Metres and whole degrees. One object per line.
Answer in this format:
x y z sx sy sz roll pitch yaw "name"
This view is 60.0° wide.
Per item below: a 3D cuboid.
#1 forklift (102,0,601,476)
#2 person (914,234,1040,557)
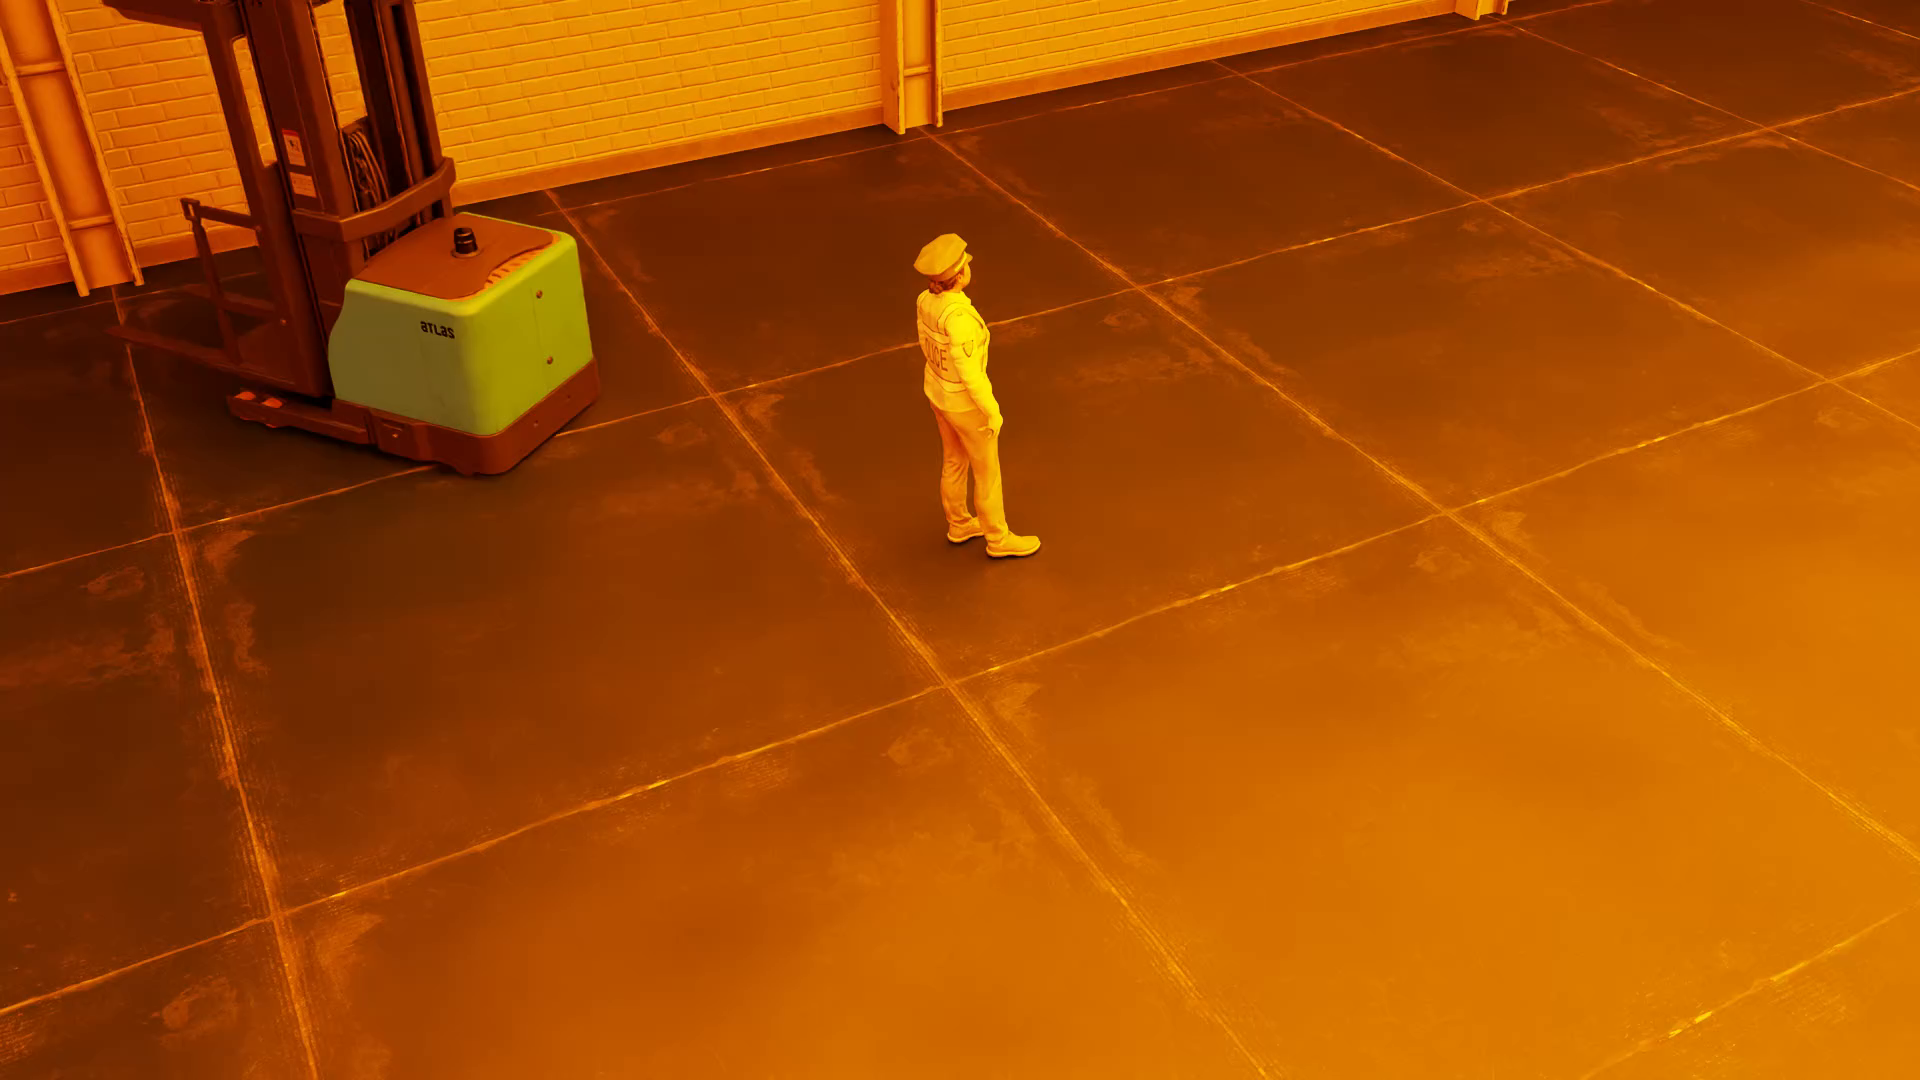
-3.671 -2.105 9.101 3.031 2.935 1.130 14 38 19 "forklift"
0.062 -0.712 8.191 0.534 1.693 0.587 -17 39 -23 "person"
